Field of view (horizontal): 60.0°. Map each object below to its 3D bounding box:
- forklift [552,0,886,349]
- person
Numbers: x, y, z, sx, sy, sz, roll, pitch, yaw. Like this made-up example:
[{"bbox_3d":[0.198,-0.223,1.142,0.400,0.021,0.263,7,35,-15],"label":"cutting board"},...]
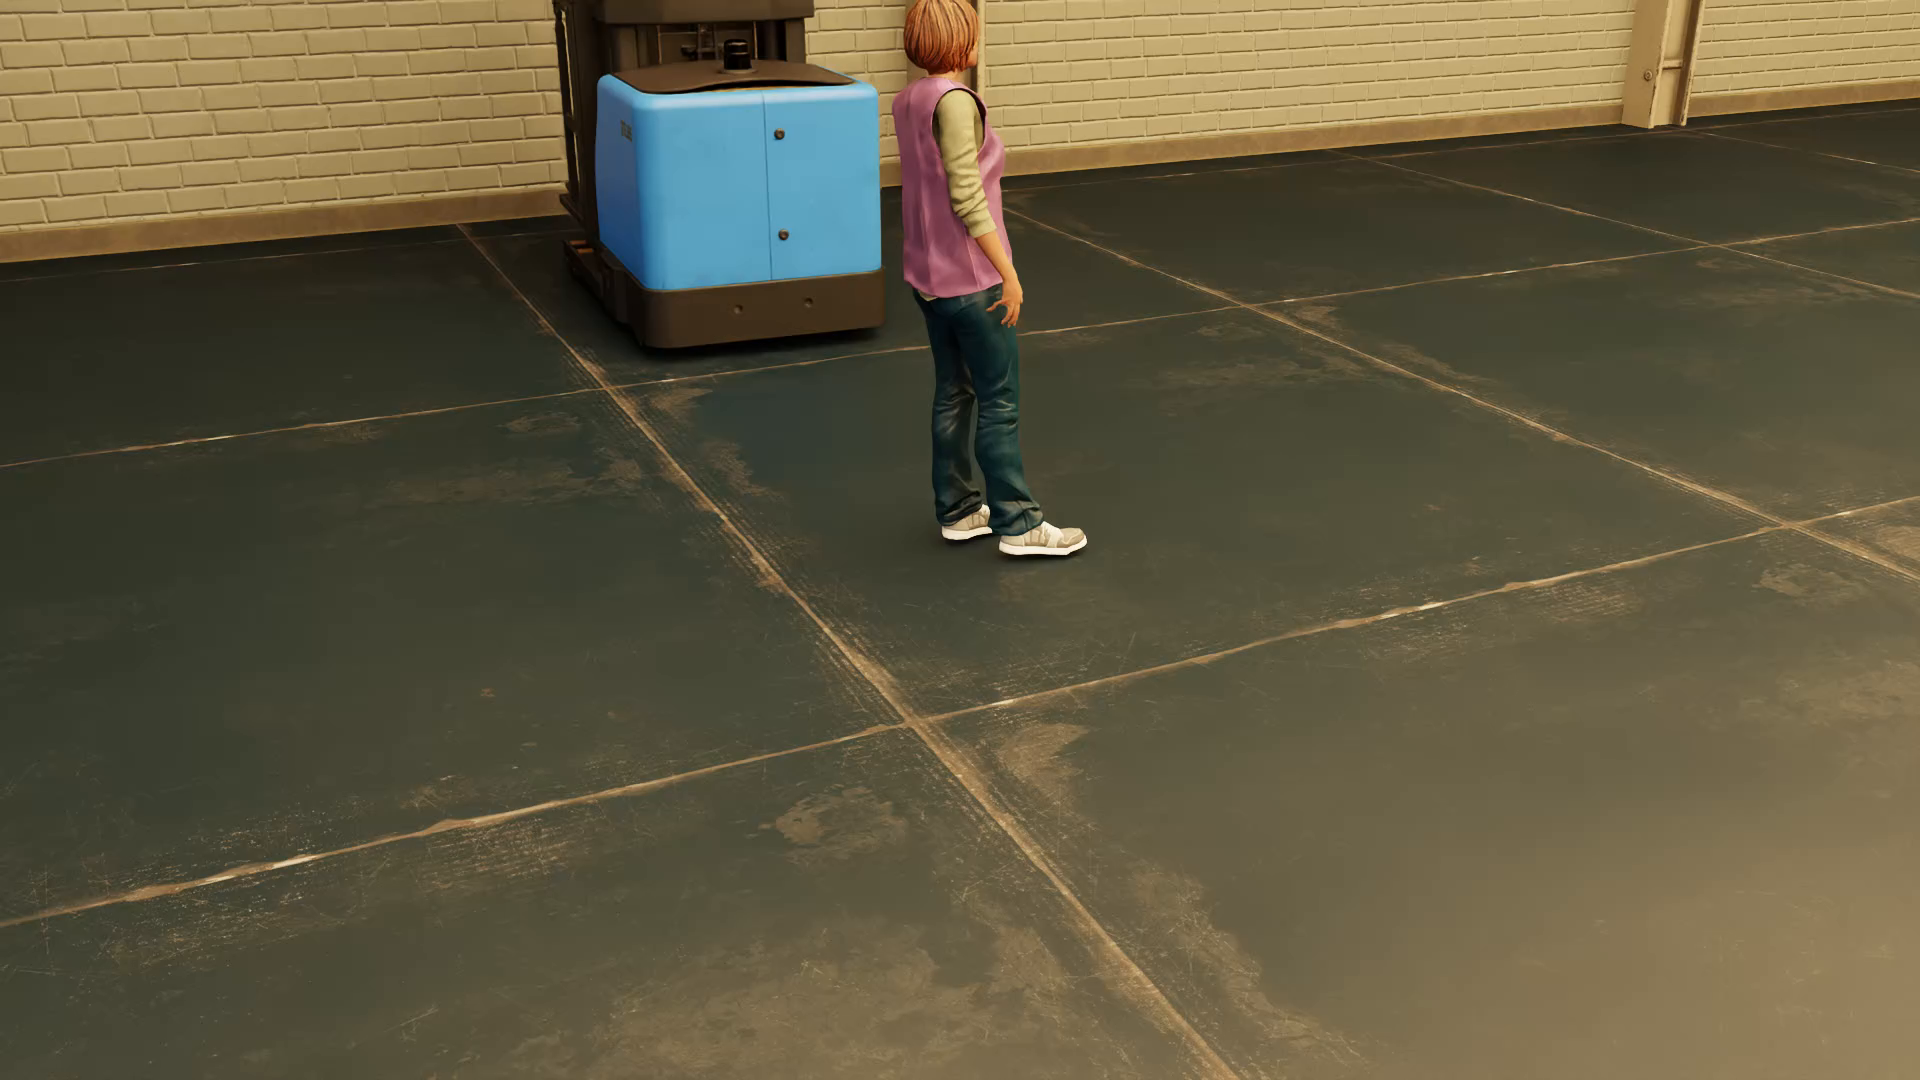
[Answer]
[{"bbox_3d":[-1.339,-2.671,7.717,1.130,2.935,3.031,-9,24,-20],"label":"forklift"},{"bbox_3d":[0.074,-0.745,4.818,0.473,1.584,0.521,-10,25,-23],"label":"person"}]
